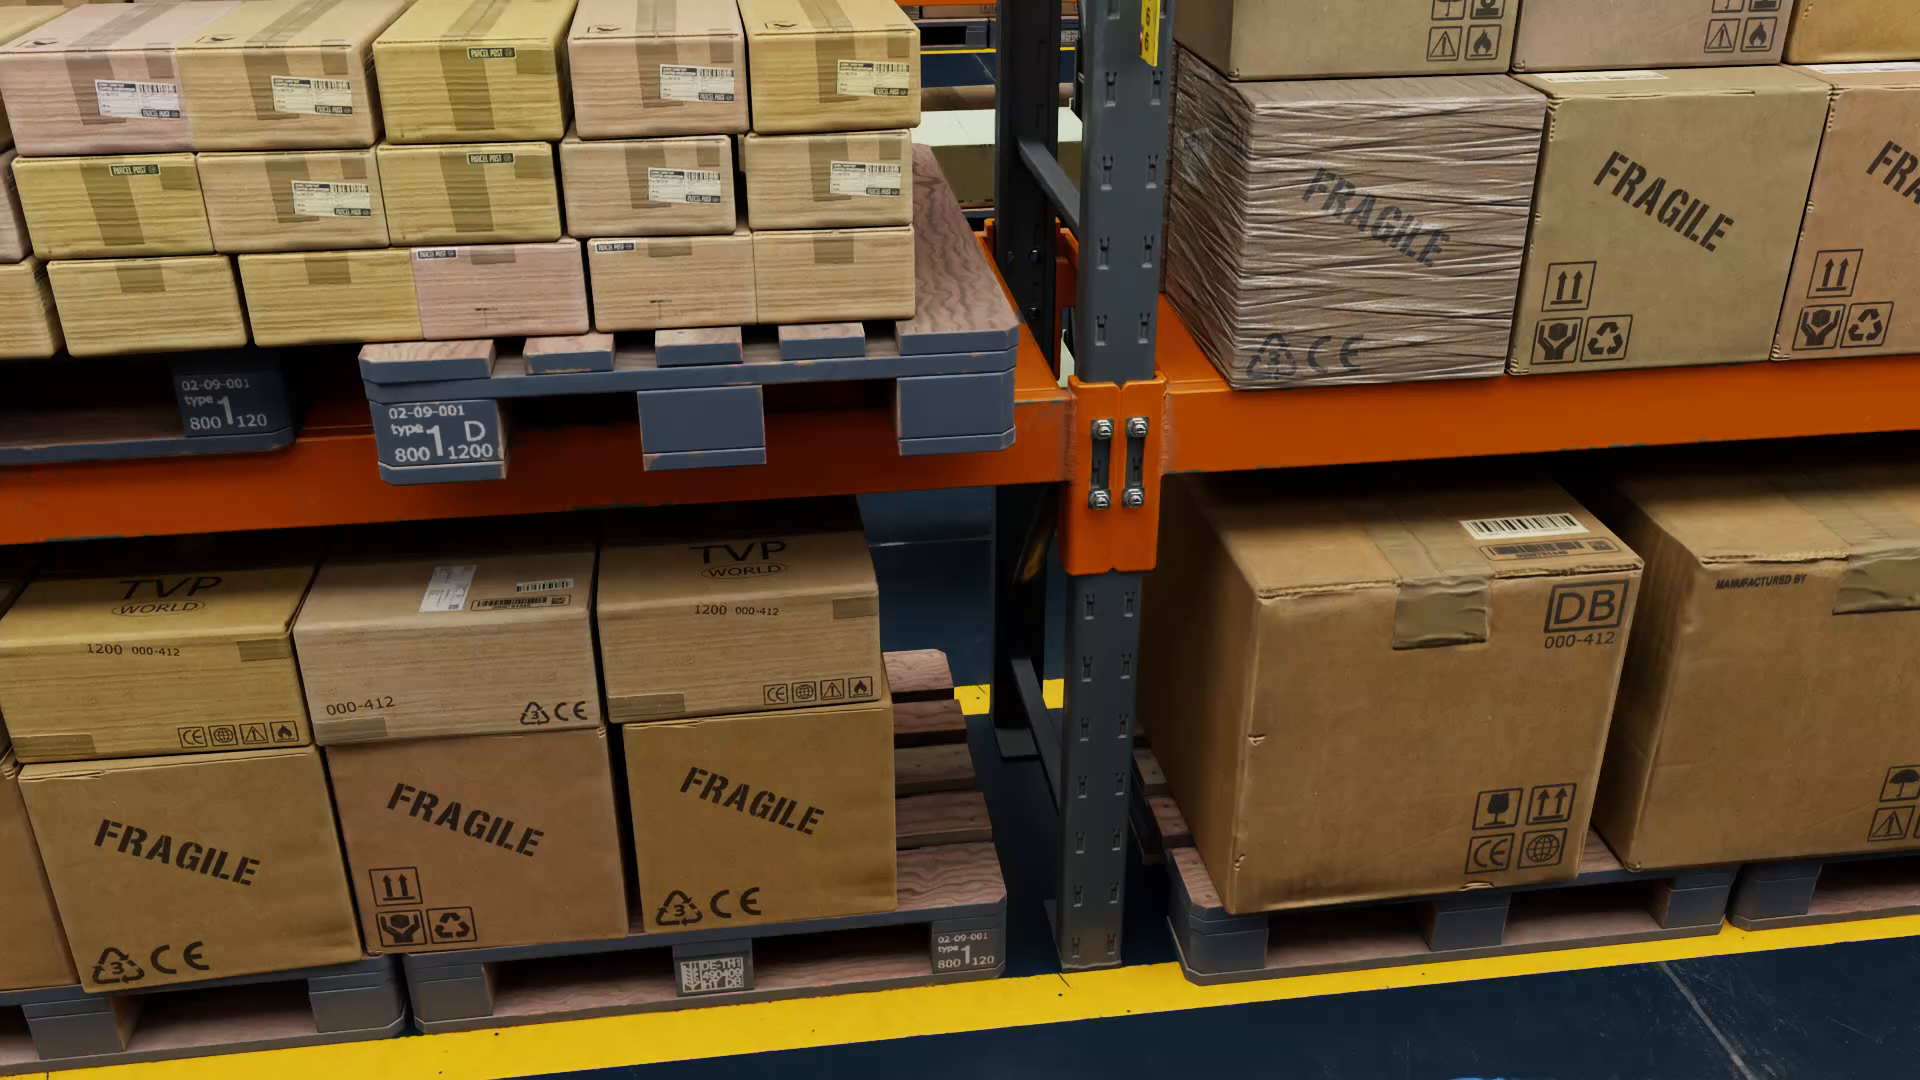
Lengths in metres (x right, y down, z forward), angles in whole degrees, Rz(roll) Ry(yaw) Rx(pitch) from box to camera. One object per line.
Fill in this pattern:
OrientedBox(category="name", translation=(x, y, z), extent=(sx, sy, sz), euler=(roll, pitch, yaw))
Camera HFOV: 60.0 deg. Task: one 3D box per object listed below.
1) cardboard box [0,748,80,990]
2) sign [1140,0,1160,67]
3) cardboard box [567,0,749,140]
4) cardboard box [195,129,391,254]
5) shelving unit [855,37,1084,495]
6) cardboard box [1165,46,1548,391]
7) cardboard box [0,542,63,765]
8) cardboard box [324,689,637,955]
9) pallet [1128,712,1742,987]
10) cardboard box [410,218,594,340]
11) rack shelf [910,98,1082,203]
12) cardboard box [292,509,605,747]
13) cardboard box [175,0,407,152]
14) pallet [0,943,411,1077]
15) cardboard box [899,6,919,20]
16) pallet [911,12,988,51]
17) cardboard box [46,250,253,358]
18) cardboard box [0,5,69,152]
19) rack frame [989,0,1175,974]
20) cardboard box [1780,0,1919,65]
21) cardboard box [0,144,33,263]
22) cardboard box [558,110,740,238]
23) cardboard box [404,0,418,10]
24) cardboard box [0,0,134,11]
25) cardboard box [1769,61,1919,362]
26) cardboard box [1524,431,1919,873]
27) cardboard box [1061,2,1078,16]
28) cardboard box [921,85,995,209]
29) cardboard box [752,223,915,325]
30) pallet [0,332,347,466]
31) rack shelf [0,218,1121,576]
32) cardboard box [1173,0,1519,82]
OrientedBox(category="cardboard box", translation=(-1.944, 0.523, 3.224), extent=(0.500, 0.500, 0.500), euler=(-3, 27, -6))
OrientedBox(category="sign", translation=(0.292, -0.891, 2.520), extent=(0.005, 0.325, 0.100), euler=(-4, 27, -7))
OrientedBox(category="cardboard box", translation=(-0.463, -0.743, 2.575), extent=(0.250, 0.149, 0.380), euler=(-4, 27, -8))
OrientedBox(category="cardboard box", translation=(-0.990, -0.575, 2.574), extent=(0.250, 0.149, 0.380), euler=(-4, 27, -7))
OrientedBox(category="shelving unit", translation=(0.007, -0.668, 4.908), extent=(0.755, 1.500, 0.431), euler=(-4, 27, -7))
OrientedBox(category="cardboard box", translation=(0.690, -0.607, 3.038), extent=(0.500, 0.500, 0.500), euler=(-3, 27, -7))
OrientedBox(category="cardboard box", translation=(-1.952, 0.197, 3.037), extent=(0.500, 0.250, 0.500), euler=(-3, 27, -5))
OrientedBox(category="cardboard box", translation=(-0.922, 0.460, 3.345), extent=(0.500, 0.500, 0.500), euler=(-3, 27, -5))
OrientedBox(category="pallet", translation=(0.999, 0.568, 3.911), extent=(1.213, 0.211, 1.003), euler=(-4, 27, -7))
OrientedBox(category="cardboard box", translation=(-0.718, -0.461, 2.677), extent=(0.250, 0.149, 0.380), euler=(-3, 27, -6))
OrientedBox(category="rack shelf", translation=(0.007, -1.015, 4.730), extent=(0.720, 0.370, 0.431), euler=(-4, 27, -7))
OrientedBox(category="cardboard box", translation=(-0.932, 0.134, 3.159), extent=(0.500, 0.250, 0.500), euler=(-3, 27, -6))
OrientedBox(category="cardboard box", translation=(-0.986, -0.707, 2.506), extent=(0.250, 0.149, 0.380), euler=(-3, 27, -6))
OrientedBox(category="pallet", translation=(-1.772, 0.710, 3.636), extent=(1.213, 0.211, 1.003), euler=(-4, 27, -7))
OrientedBox(category="cardboard box", translation=(-0.658, -4.295, 12.476), extent=(0.625, 0.625, 0.875), euler=(-3, 27, -5))
OrientedBox(category="pallet", translation=(-0.457, -3.925, 12.669), extent=(1.213, 0.211, 1.003), euler=(-4, 27, -7))
OrientedBox(category="cardboard box", translation=(-1.231, -0.429, 2.615), extent=(0.250, 0.149, 0.380), euler=(-5, 28, -9))
OrientedBox(category="cardboard box", translation=(-1.495, -0.676, 2.446), extent=(0.250, 0.149, 0.380), euler=(-2, 27, -5))
OrientedBox(category="rack frame", translation=(0.207, -0.656, 3.243), extent=(0.127, 3.000, 1.000), euler=(-4, 27, -7))
OrientedBox(category="cardboard box", translation=(1.662, -1.236, 3.168), extent=(0.500, 0.500, 0.700), euler=(-4, 27, -8))
OrientedBox(category="cardboard box", translation=(-1.495, -0.543, 2.513), extent=(0.250, 0.149, 0.380), euler=(-3, 27, -6))
OrientedBox(category="cardboard box", translation=(-0.482, -0.609, 2.640), extent=(0.250, 0.149, 0.380), euler=(-3, 27, -5))
OrientedBox(category="cardboard box", translation=(-1.049, -1.006, 3.088), extent=(0.250, 0.149, 0.380), euler=(-5, 28, -9))
OrientedBox(category="cardboard box", translation=(-1.579, -0.970, 3.018), extent=(0.250, 0.149, 0.380), euler=(-3, 27, -6))
OrientedBox(category="cardboard box", translation=(1.692, -0.673, 3.166), extent=(0.500, 0.500, 0.500), euler=(-4, 27, -7))
OrientedBox(category="cardboard box", translation=(1.688, 0.103, 3.769), extent=(0.750, 0.750, 1.050), euler=(-3, 27, -6))
OrientedBox(category="cardboard box", translation=(0.655, -4.383, 12.648), extent=(0.625, 0.625, 0.875), euler=(-5, 28, -9))
OrientedBox(category="cardboard box", translation=(-0.021, -1.937, 8.157), extent=(0.625, 0.372, 0.950), euler=(-5, 28, -11))
OrientedBox(category="cardboard box", translation=(-0.217, -0.492, 2.739), extent=(0.250, 0.149, 0.380), euler=(-3, 27, -6))
OrientedBox(category="pallet", translation=(-1.747, -0.427, 3.006), extent=(1.213, 0.211, 1.003), euler=(-4, 27, -7))
OrientedBox(category="rack shelf", translation=(-1.773, -0.209, 3.160), extent=(4.000, 0.370, 1.077), euler=(-4, 27, -7))
OrientedBox(category="cardboard box", translation=(0.653, -1.170, 3.039), extent=(0.500, 0.500, 0.700), euler=(-4, 27, -7))
